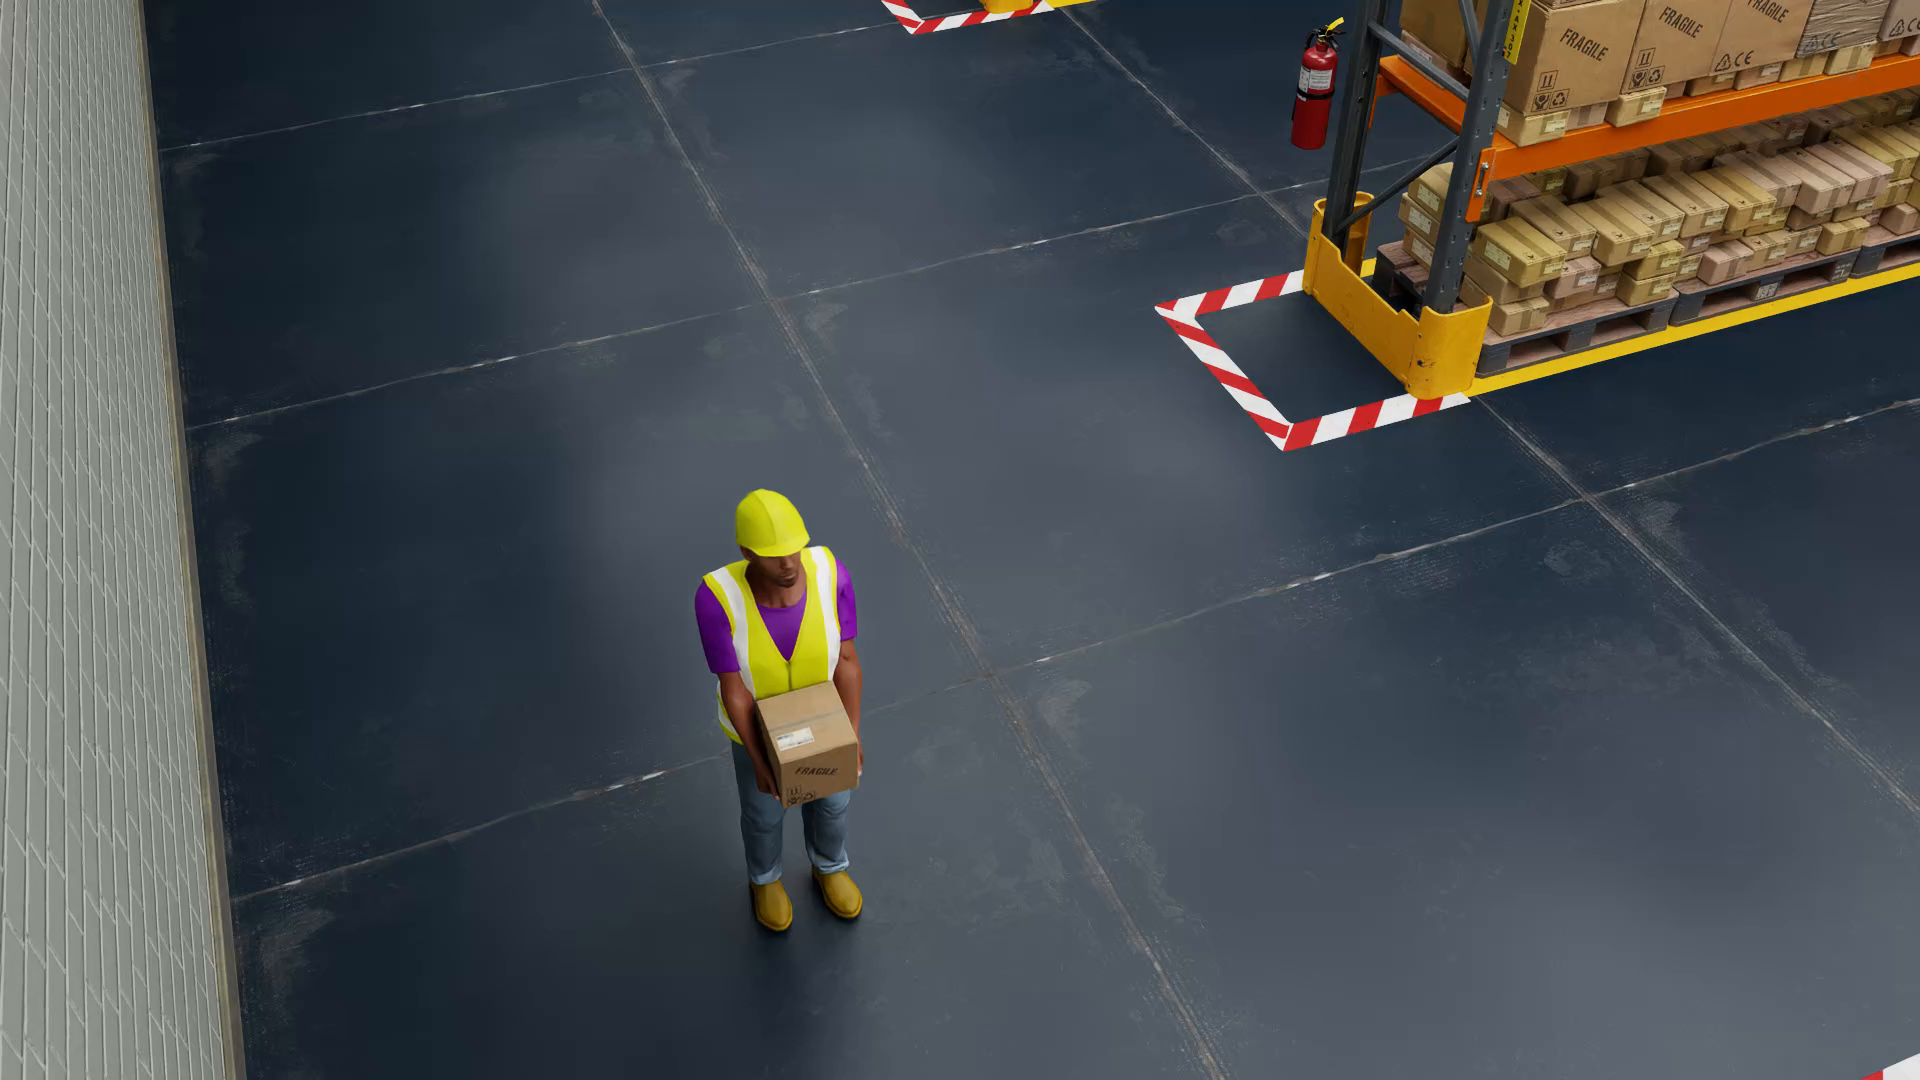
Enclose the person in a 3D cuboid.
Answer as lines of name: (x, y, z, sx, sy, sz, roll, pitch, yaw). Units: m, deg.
person: (-0.529, 0.634, 5.429, 0.503, 1.760, 0.577, -15, 44, -16)
